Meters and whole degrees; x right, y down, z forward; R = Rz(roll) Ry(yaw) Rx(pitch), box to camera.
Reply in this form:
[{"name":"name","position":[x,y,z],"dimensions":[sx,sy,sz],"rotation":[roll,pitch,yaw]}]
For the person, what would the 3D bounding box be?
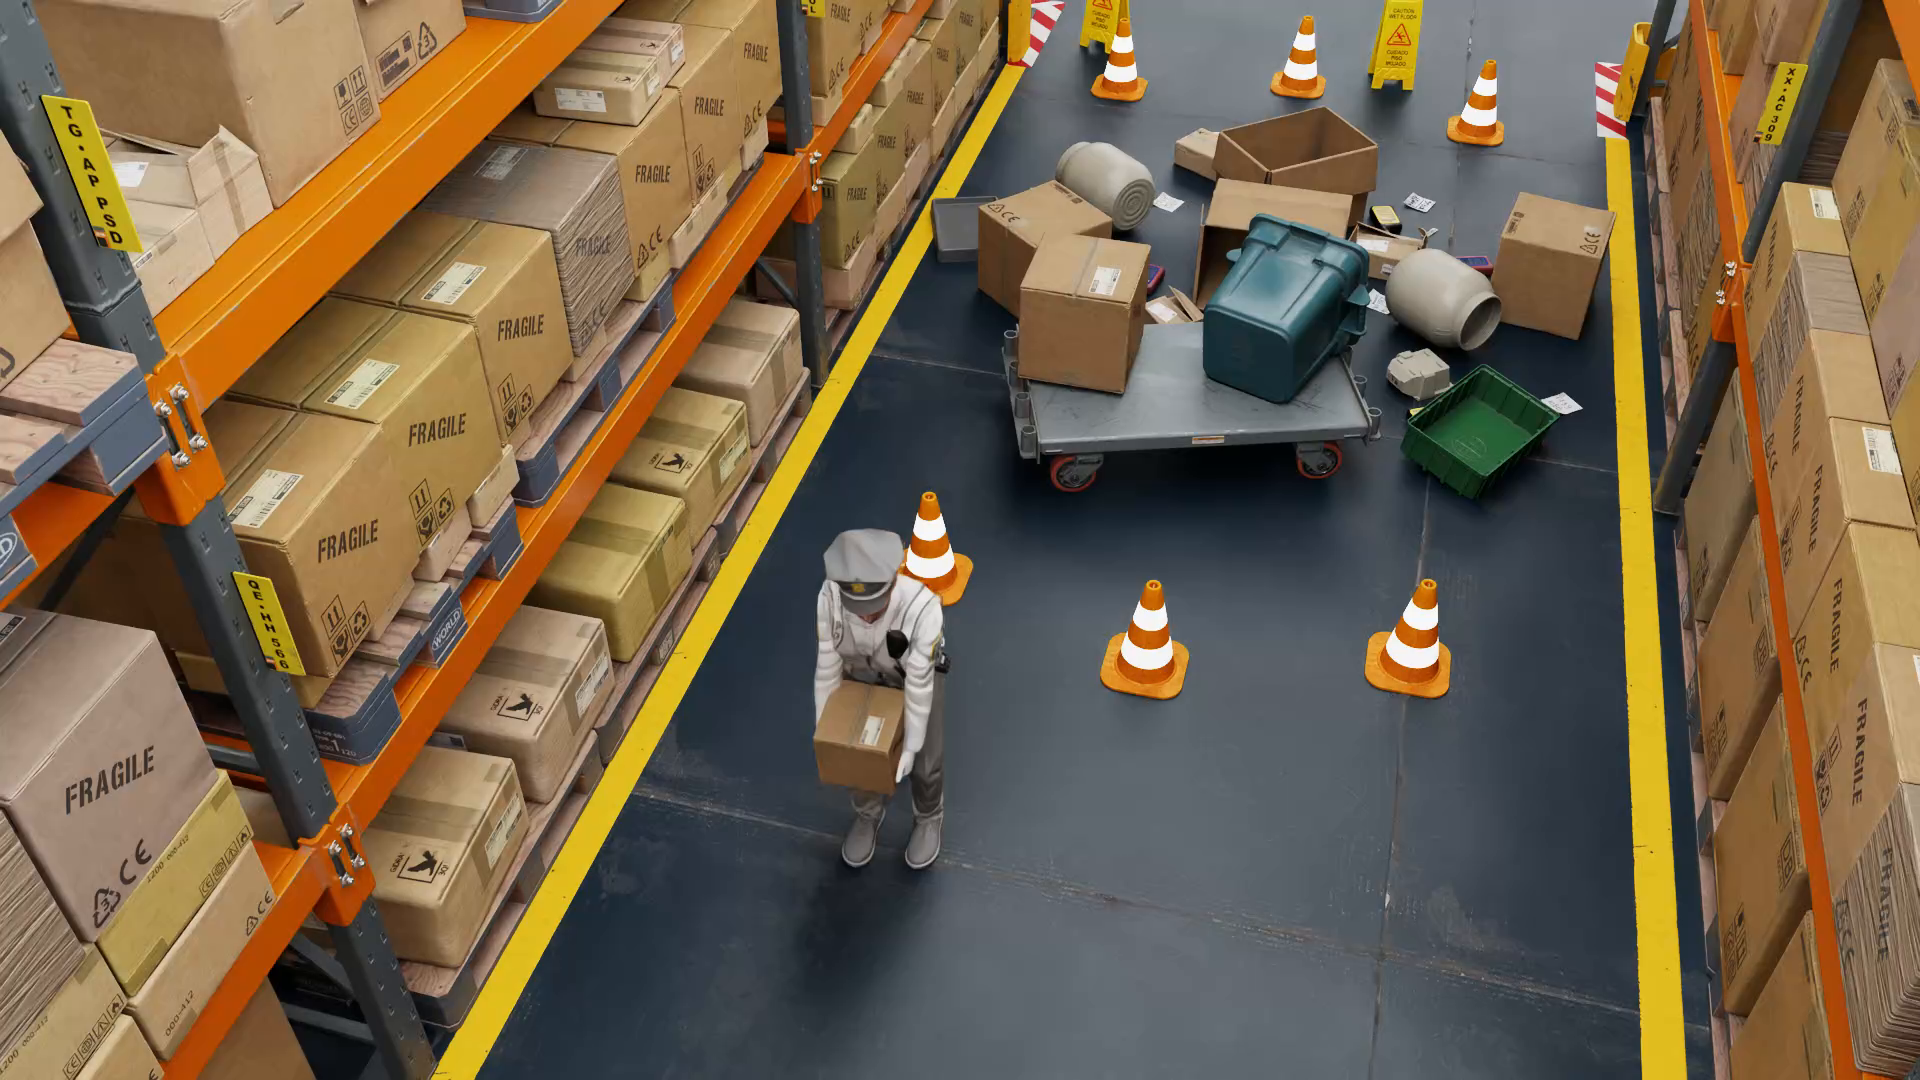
[{"name":"person","position":[-0.250,0.539,5.595],"dimensions":[0.410,1.605,0.570],"rotation":[9,42,10]}]
